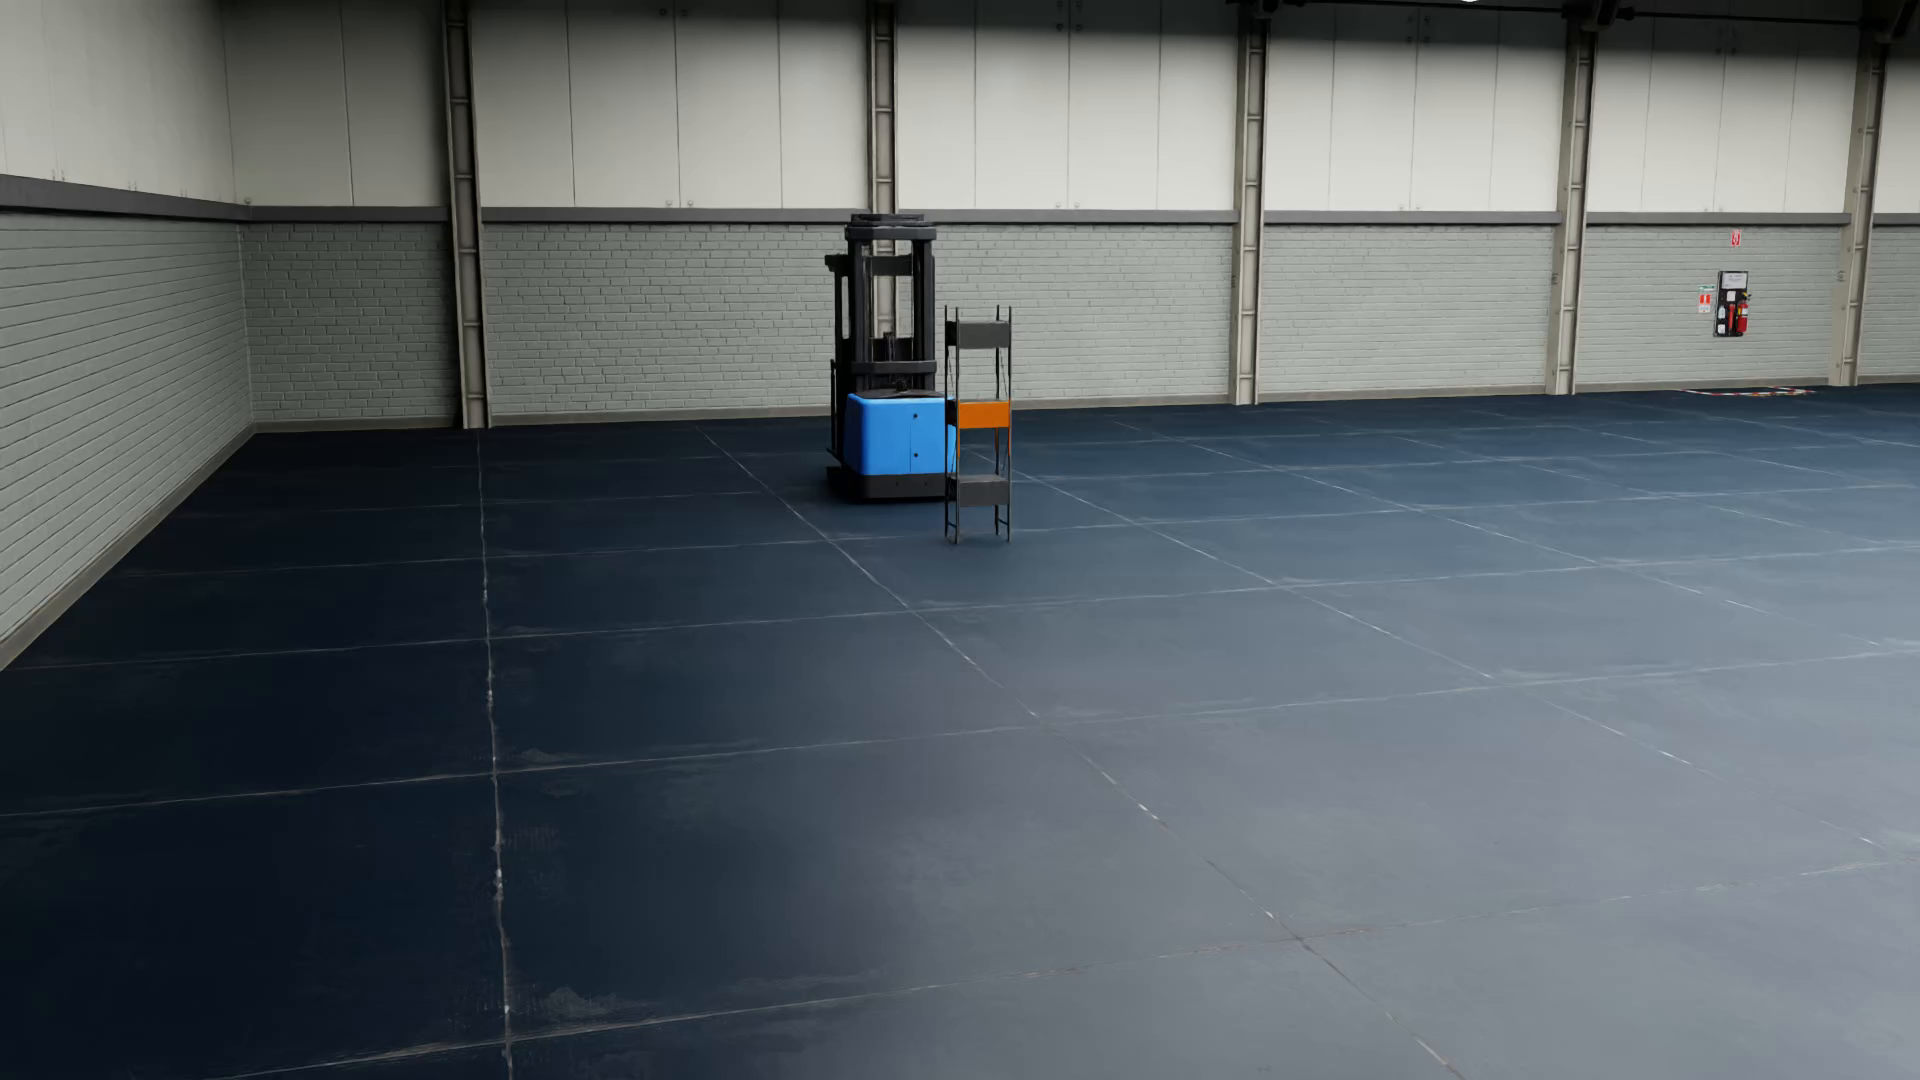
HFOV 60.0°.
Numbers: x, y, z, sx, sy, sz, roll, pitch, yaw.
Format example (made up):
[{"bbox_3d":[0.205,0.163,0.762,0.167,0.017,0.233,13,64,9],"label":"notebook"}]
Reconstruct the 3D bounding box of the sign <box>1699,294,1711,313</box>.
[{"bbox_3d":[13.189,-4.194,29.446,0.234,0.329,0.001,-3,11,-16],"label":"sign"}]

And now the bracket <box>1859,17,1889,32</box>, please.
[{"bbox_3d":[15.833,-8.943,28.829,0.430,0.232,0.235,-3,11,-16],"label":"bracket"}]

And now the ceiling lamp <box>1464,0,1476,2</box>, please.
[{"bbox_3d":[7.175,-7.173,21.715,0.237,0.041,1.941,-3,11,-16],"label":"ceiling lamp"}]

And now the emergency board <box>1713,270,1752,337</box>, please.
[{"bbox_3d":[13.749,-4.187,29.504,0.643,1.169,0.194,-3,11,-16],"label":"emergency board"}]

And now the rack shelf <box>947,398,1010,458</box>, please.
[{"bbox_3d":[0.159,-1.028,14.904,0.480,0.518,0.431,-3,11,-16],"label":"rack shelf"}]

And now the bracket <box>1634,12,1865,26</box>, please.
[{"bbox_3d":[13.343,-8.812,28.116,4.783,0.066,0.076,-3,11,-16],"label":"bracket"}]

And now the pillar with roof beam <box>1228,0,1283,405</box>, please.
[{"bbox_3d":[5.814,-5.900,22.241,0.548,9.000,9.100,-3,11,-16],"label":"pillar with roof beam"}]

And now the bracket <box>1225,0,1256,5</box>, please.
[{"bbox_3d":[4.311,-8.336,25.530,0.430,0.232,0.235,-3,11,-16],"label":"bracket"}]

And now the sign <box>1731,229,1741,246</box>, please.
[{"bbox_3d":[13.714,-5.344,29.386,0.199,0.298,0.001,-3,11,-16],"label":"sign"}]

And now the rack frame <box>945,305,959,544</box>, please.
[{"bbox_3d":[-0.075,-1.029,14.835,0.015,2.100,0.400,-3,11,-16],"label":"rack frame"}]

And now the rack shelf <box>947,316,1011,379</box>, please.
[{"bbox_3d":[0.159,-1.716,14.778,0.480,0.518,0.431,-3,11,-16],"label":"rack shelf"}]

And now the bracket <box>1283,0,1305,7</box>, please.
[{"bbox_3d":[5.108,-8.378,25.759,0.430,0.232,0.235,-3,11,-16],"label":"bracket"}]

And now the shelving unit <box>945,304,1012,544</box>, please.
[{"bbox_3d":[0.159,-1.041,14.902,0.503,2.100,0.431,-3,11,-16],"label":"shelving unit"}]

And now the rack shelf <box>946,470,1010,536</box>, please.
[{"bbox_3d":[0.159,-0.339,15.031,0.480,0.518,0.431,-3,11,-16],"label":"rack shelf"}]

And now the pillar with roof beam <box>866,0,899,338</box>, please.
[{"bbox_3d":[0.053,-5.596,20.591,0.548,9.000,9.100,-3,11,-16],"label":"pillar with roof beam"}]

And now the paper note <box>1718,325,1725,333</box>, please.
[{"bbox_3d":[13.560,-3.757,29.600,0.142,0.148,0.016,-3,11,-16],"label":"paper note"}]

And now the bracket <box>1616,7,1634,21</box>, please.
[{"bbox_3d":[10.869,-8.682,27.408,0.430,0.232,0.235,-3,11,-16],"label":"bracket"}]

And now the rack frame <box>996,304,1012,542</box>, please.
[{"bbox_3d":[0.393,-1.053,14.969,0.015,2.100,0.400,-3,11,-16],"label":"rack frame"}]

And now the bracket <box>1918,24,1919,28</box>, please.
[{"bbox_3d":[19.104,-9.116,29.766,4.783,0.066,0.076,-3,11,-16],"label":"bracket"}]

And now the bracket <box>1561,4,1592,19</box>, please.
[{"bbox_3d":[10.072,-8.640,27.180,0.430,0.232,0.235,-3,11,-16],"label":"bracket"}]

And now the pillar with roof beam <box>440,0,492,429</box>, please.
[{"bbox_3d":[-5.708,-5.293,18.942,0.400,9.000,9.100,-3,11,-16],"label":"pillar with roof beam"}]

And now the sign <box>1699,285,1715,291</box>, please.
[{"bbox_3d":[13.196,-4.454,29.391,0.331,0.109,0.001,-3,11,-16],"label":"sign"}]

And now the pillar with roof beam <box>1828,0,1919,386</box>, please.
[{"bbox_3d":[17.336,-6.507,25.539,0.548,9.000,9.100,-3,11,-16],"label":"pillar with roof beam"}]

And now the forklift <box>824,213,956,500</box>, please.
[{"bbox_3d":[-0.868,-2.080,18.248,1.130,2.935,3.031,-3,11,-14],"label":"forklift"}]

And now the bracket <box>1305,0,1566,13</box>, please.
[{"bbox_3d":[7.582,-8.508,26.467,4.783,0.066,0.076,-3,11,-16],"label":"bracket"}]

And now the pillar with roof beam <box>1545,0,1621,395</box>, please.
[{"bbox_3d":[11.575,-6.204,23.890,0.548,9.000,9.100,-3,11,-16],"label":"pillar with roof beam"}]
